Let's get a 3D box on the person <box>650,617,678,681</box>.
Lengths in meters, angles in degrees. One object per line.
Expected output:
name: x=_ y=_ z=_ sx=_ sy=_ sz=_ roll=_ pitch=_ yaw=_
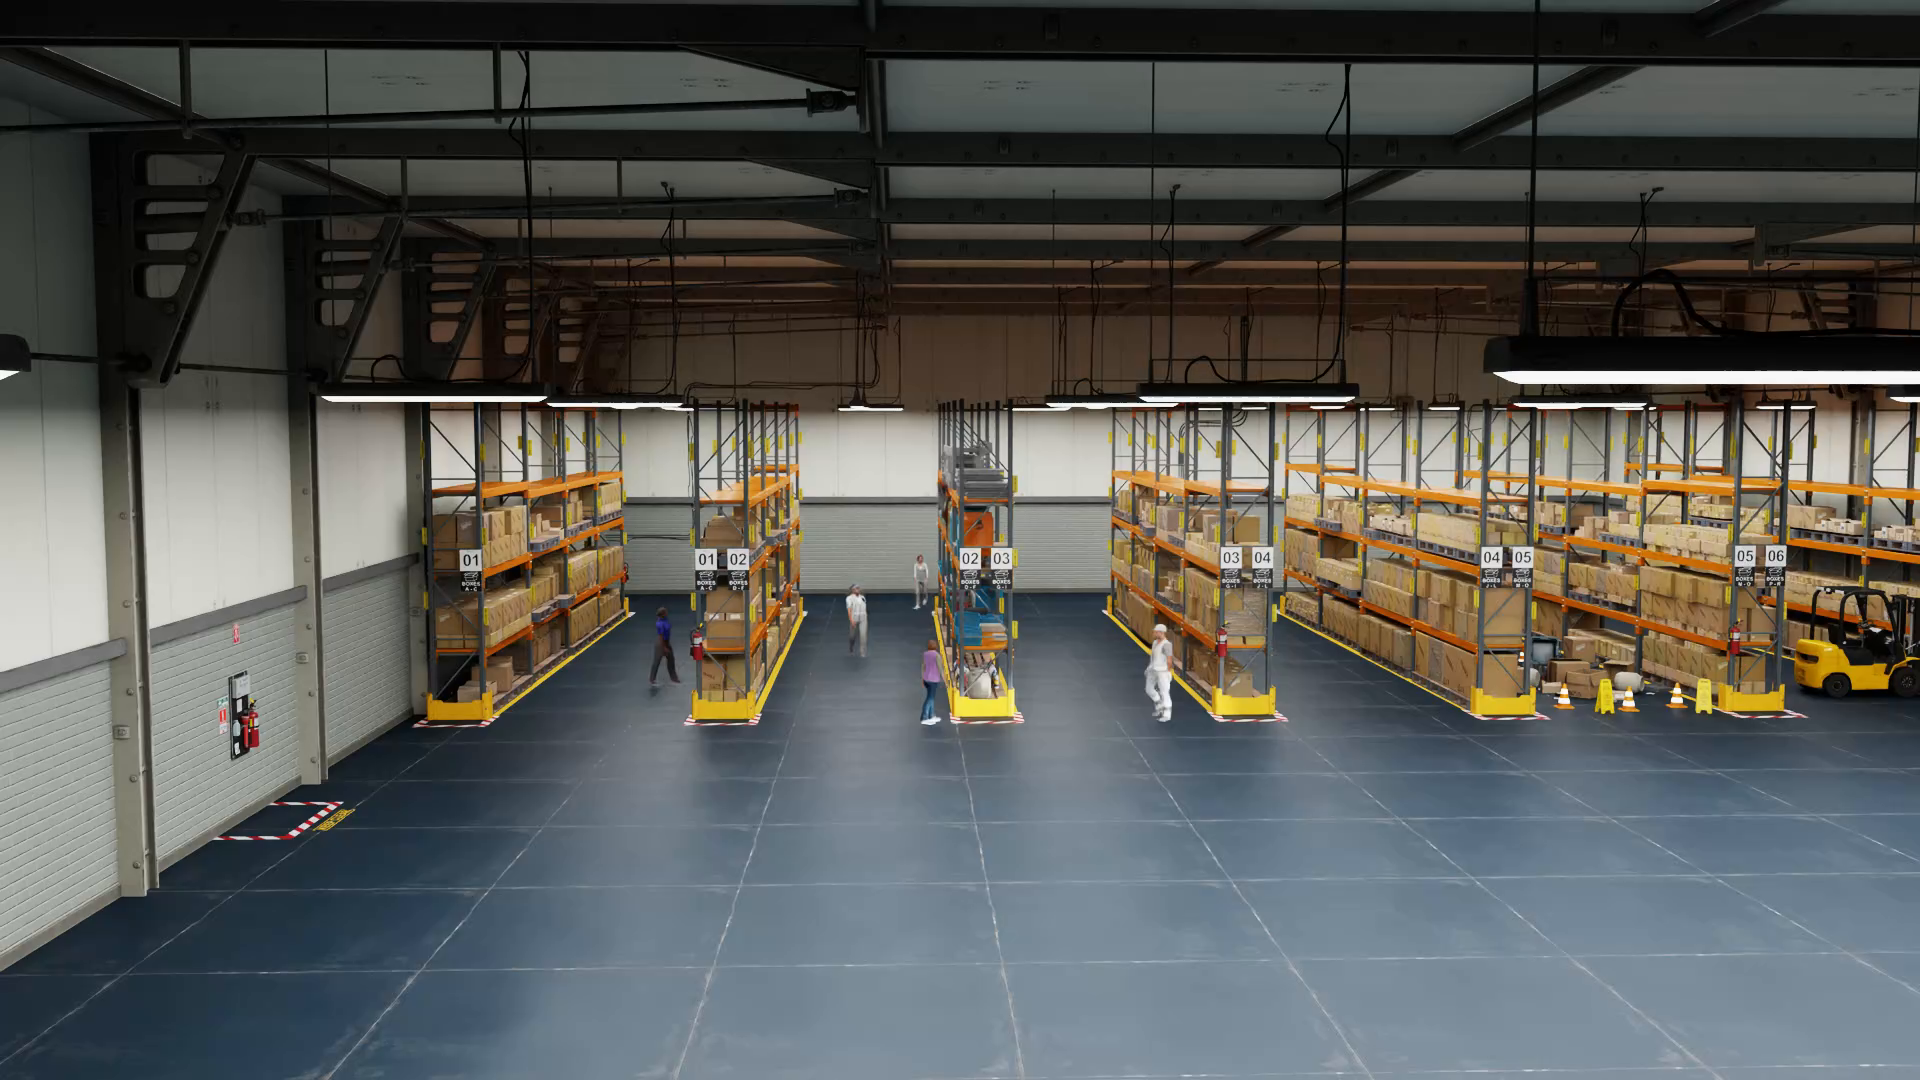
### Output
person: x=-6.289 y=2.285 z=35.175 sx=0.446 sy=1.365 sz=0.561 roll=1 pitch=5 yaw=19

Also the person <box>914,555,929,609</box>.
person: x=-1.135 y=1.225 z=48.920 sx=0.438 sy=1.564 sz=0.729 roll=0 pitch=4 yaw=5

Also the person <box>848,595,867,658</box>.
person: x=-2.421 y=2.000 z=39.073 sx=0.484 sy=1.441 sz=0.857 roll=0 pitch=4 yaw=-6

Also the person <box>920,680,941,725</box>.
person: x=-0.510 y=2.928 z=30.753 sx=0.528 sy=0.944 sz=0.408 roll=-3 pitch=5 yaw=-31

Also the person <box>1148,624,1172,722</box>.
person: x=3.740 y=2.454 z=31.032 sx=0.426 sy=1.791 sz=0.590 roll=-2 pitch=5 yaw=-29
